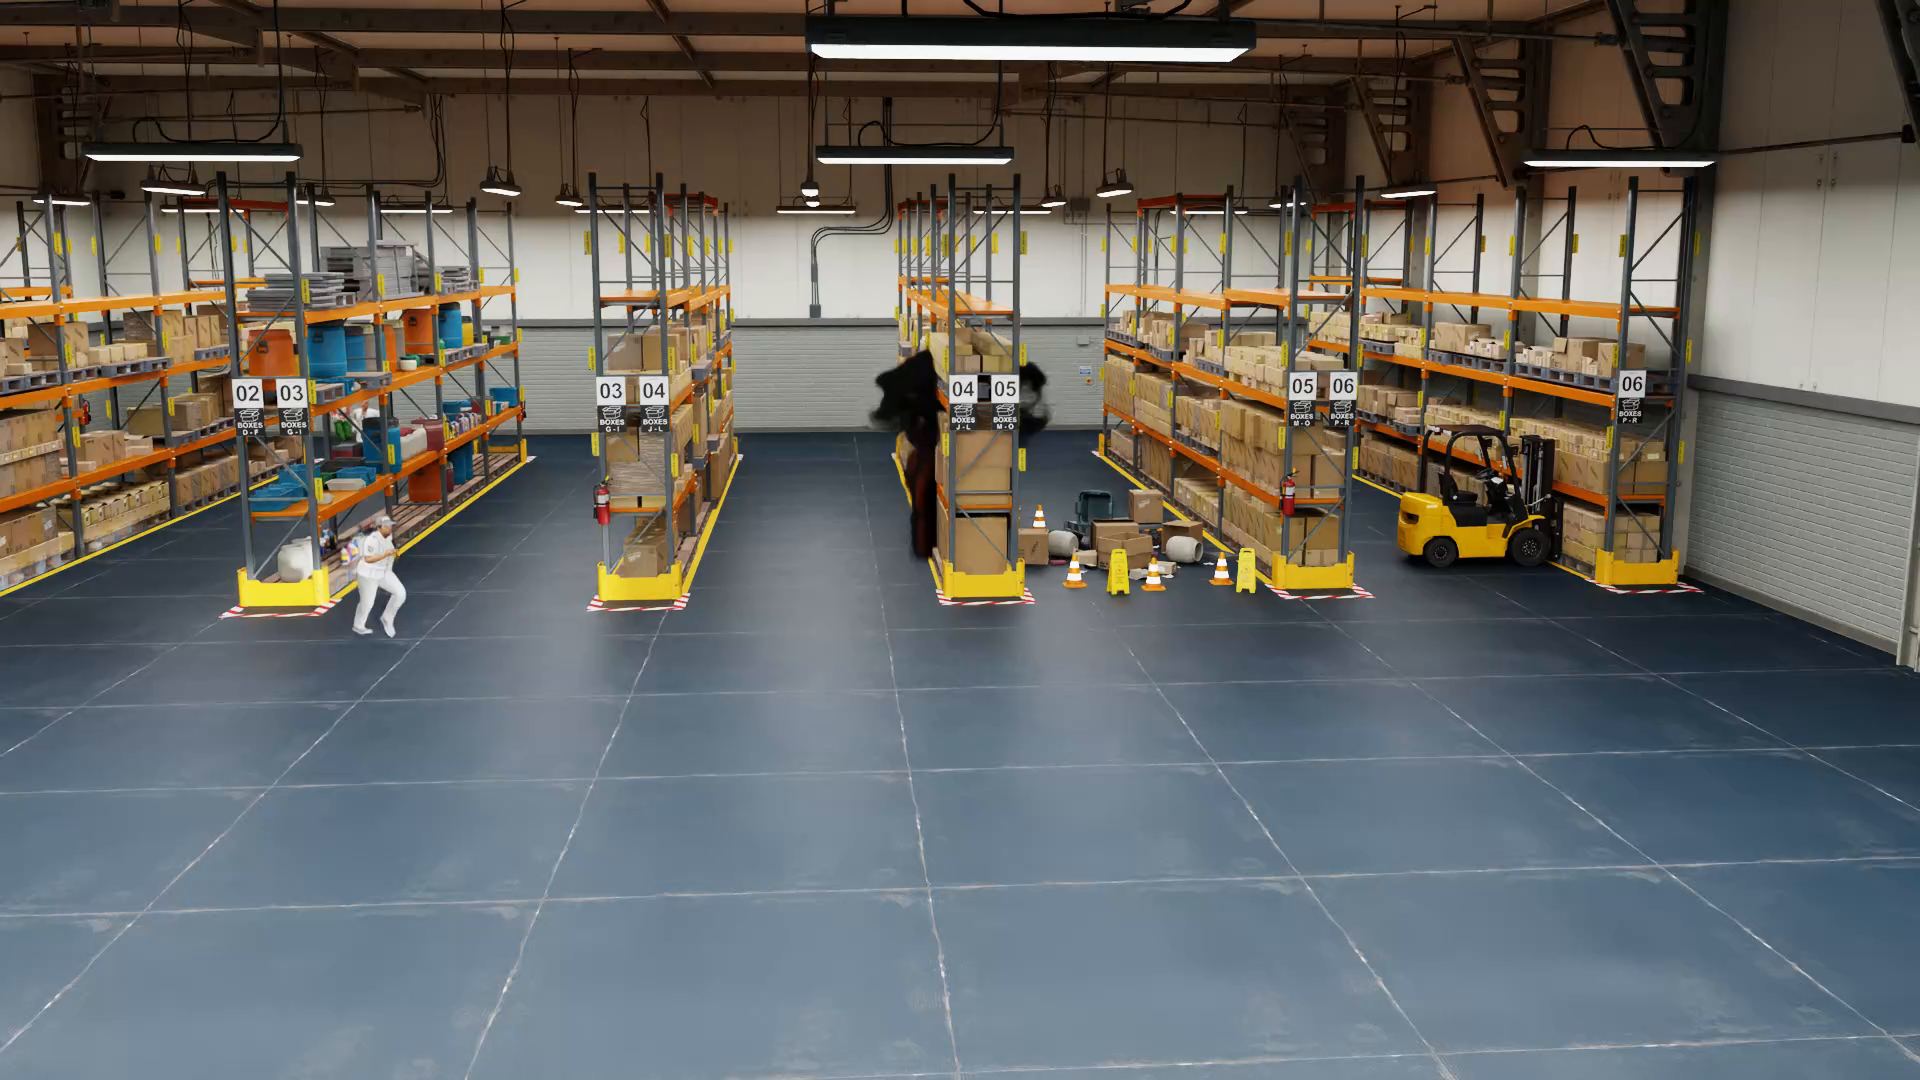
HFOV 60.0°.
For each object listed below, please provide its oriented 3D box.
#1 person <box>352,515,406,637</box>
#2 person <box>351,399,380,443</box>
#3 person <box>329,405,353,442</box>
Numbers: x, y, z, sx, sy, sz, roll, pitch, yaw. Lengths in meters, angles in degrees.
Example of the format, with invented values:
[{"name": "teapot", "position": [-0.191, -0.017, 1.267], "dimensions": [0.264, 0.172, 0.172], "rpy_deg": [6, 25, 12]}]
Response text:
[{"name": "person", "position": [-7.489, 0.467, 21.353], "dimensions": [0.868, 1.608, 0.585], "rpy_deg": [5, 11, 28]}, {"name": "person", "position": [-12.918, -2.223, 36.254], "dimensions": [0.687, 1.775, 0.991], "rpy_deg": [-2, 10, -9]}, {"name": "person", "position": [-14.913, -2.867, 39.984], "dimensions": [0.665, 1.728, 0.583], "rpy_deg": [-7, 12, -35]}]
